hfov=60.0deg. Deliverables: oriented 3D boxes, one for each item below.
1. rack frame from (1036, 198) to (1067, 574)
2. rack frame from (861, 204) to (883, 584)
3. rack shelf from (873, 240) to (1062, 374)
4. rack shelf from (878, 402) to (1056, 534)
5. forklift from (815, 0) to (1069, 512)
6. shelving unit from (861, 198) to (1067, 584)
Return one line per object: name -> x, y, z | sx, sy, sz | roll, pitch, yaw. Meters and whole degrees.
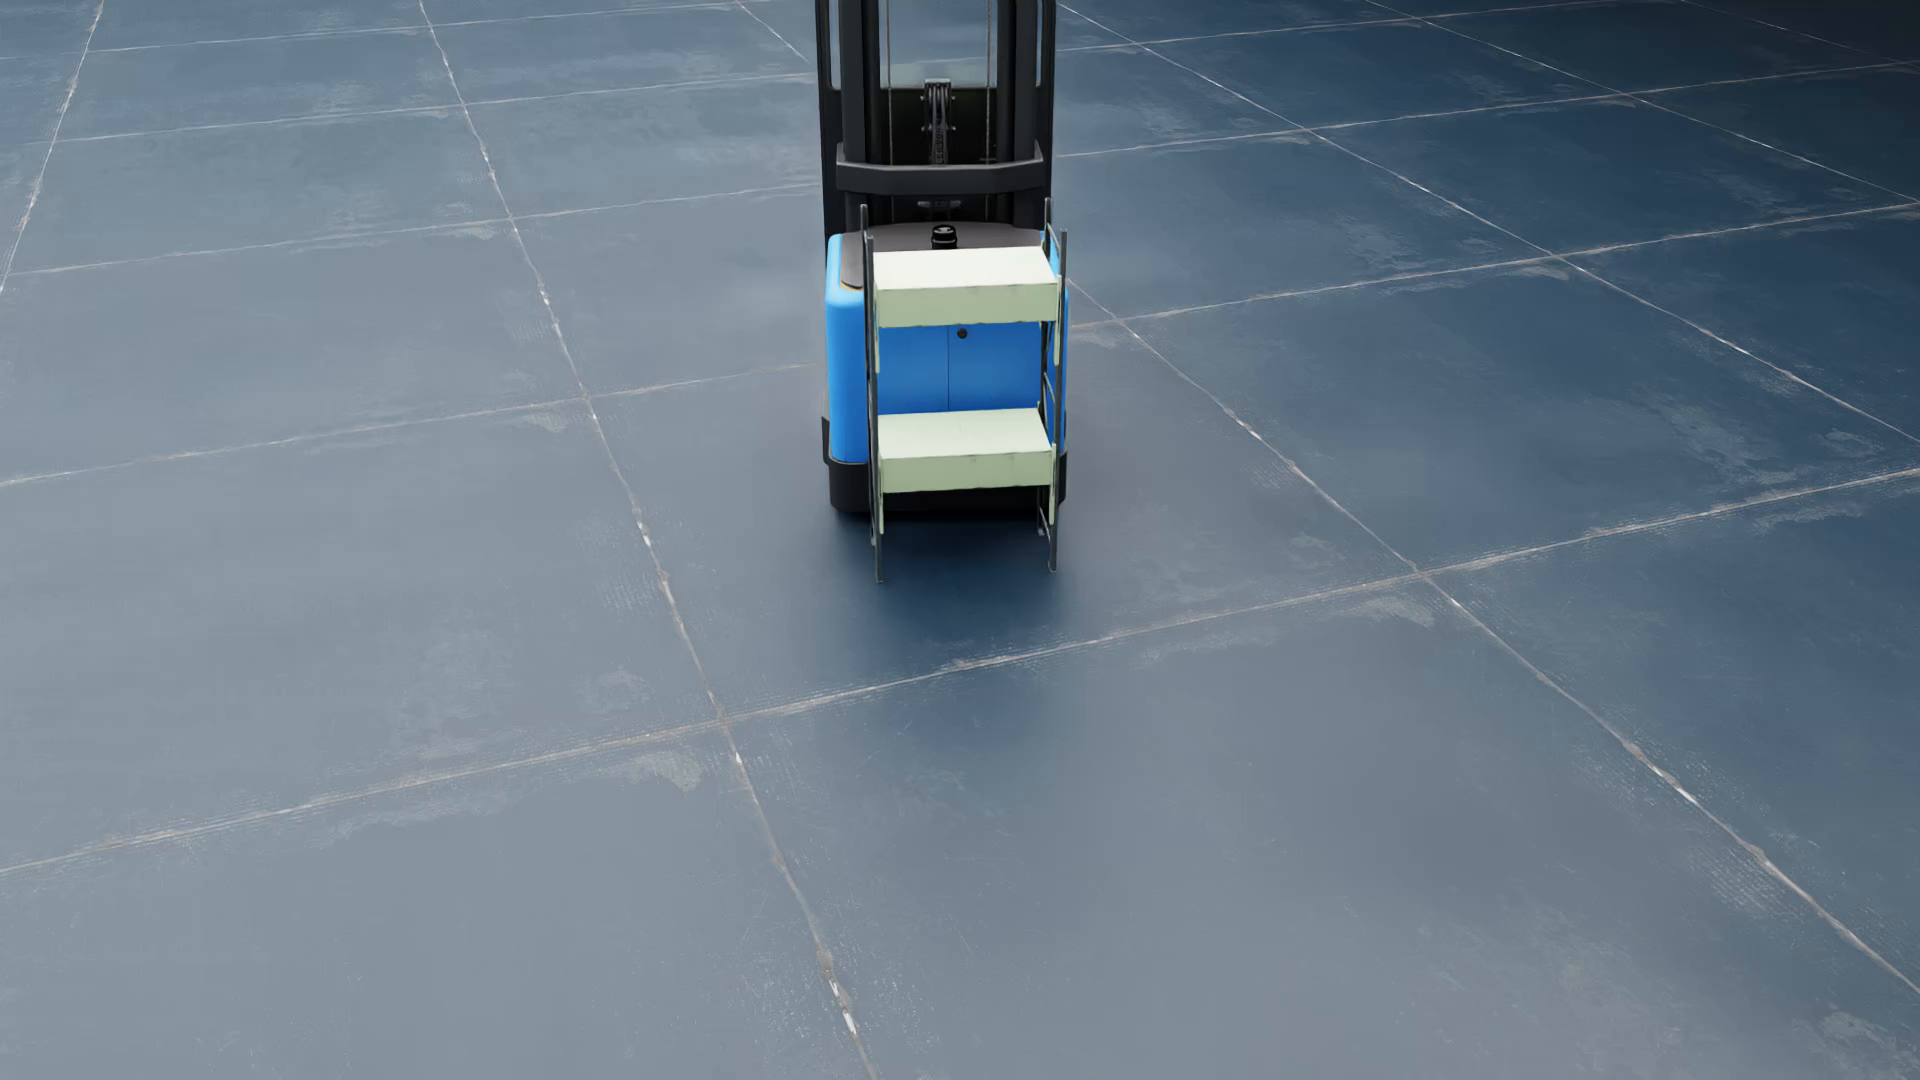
rack frame -> 0.371, -0.609, 6.803 | 0.023, 1.500, 0.400 | -3, 30, -6
rack frame -> -0.356, -0.568, 6.732 | 0.023, 1.500, 0.400 | -3, 30, -6
rack shelf -> 0.007, -0.927, 6.574 | 0.720, 0.370, 0.431 | -3, 30, -6
rack shelf -> 0.007, -0.305, 6.929 | 0.720, 0.370, 0.431 | -3, 30, -6
forklift -> -0.123, -2.091, 7.959 | 1.130, 2.935, 3.031 | -1, 30, -2
shelving unit -> 0.007, -0.588, 6.768 | 0.755, 1.500, 0.431 | -3, 30, -6
